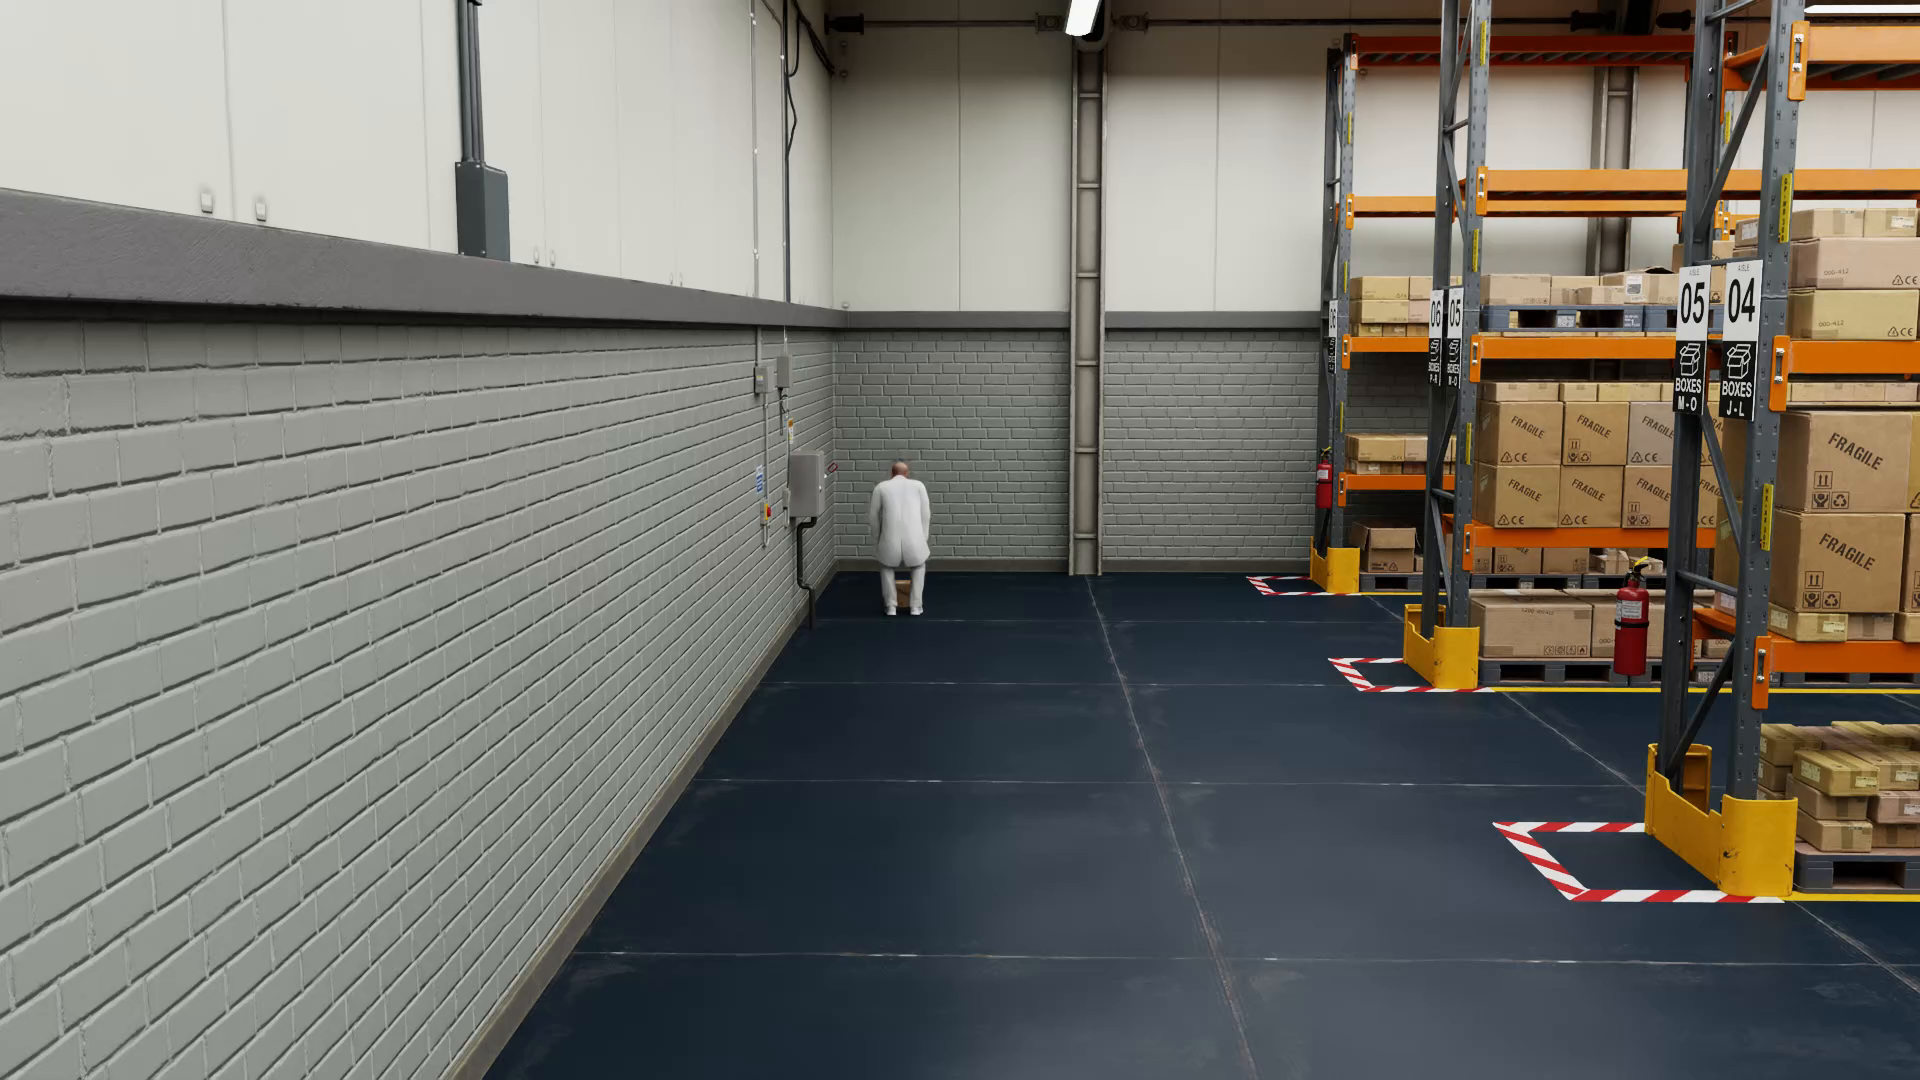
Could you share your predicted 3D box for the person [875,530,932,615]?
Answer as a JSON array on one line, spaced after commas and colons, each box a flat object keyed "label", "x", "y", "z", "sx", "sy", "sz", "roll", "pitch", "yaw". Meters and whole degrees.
[{"label": "person", "x": -0.577, "y": 0.387, "z": 17.101, "sx": 0.580, "sy": 0.844, "sz": 0.922, "roll": 0, "pitch": 7, "yaw": 0}]
